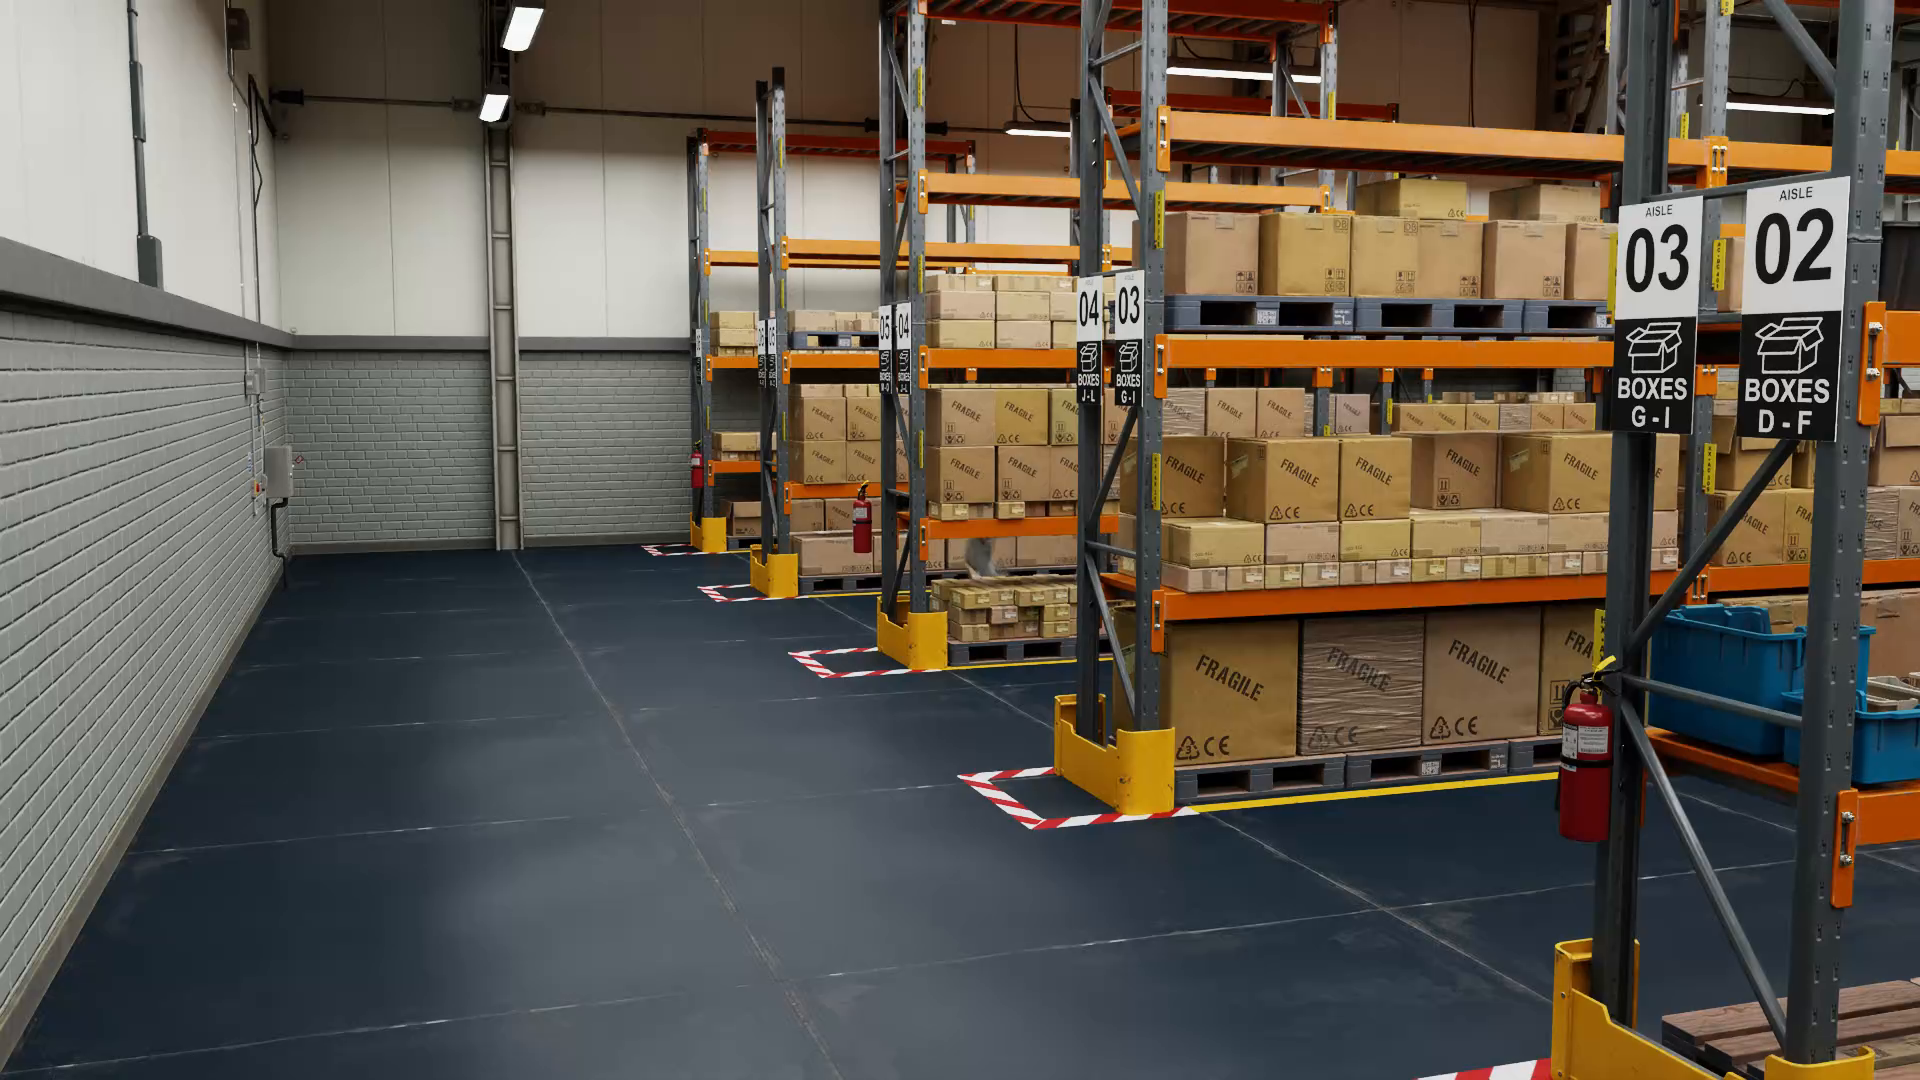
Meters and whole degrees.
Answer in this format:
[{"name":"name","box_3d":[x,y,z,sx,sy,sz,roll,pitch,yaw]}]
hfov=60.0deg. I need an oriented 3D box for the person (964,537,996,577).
[{"name":"person","box_3d":[0.245,-0.124,18.615,0.463,1.656,0.640,1,6,5]}]
